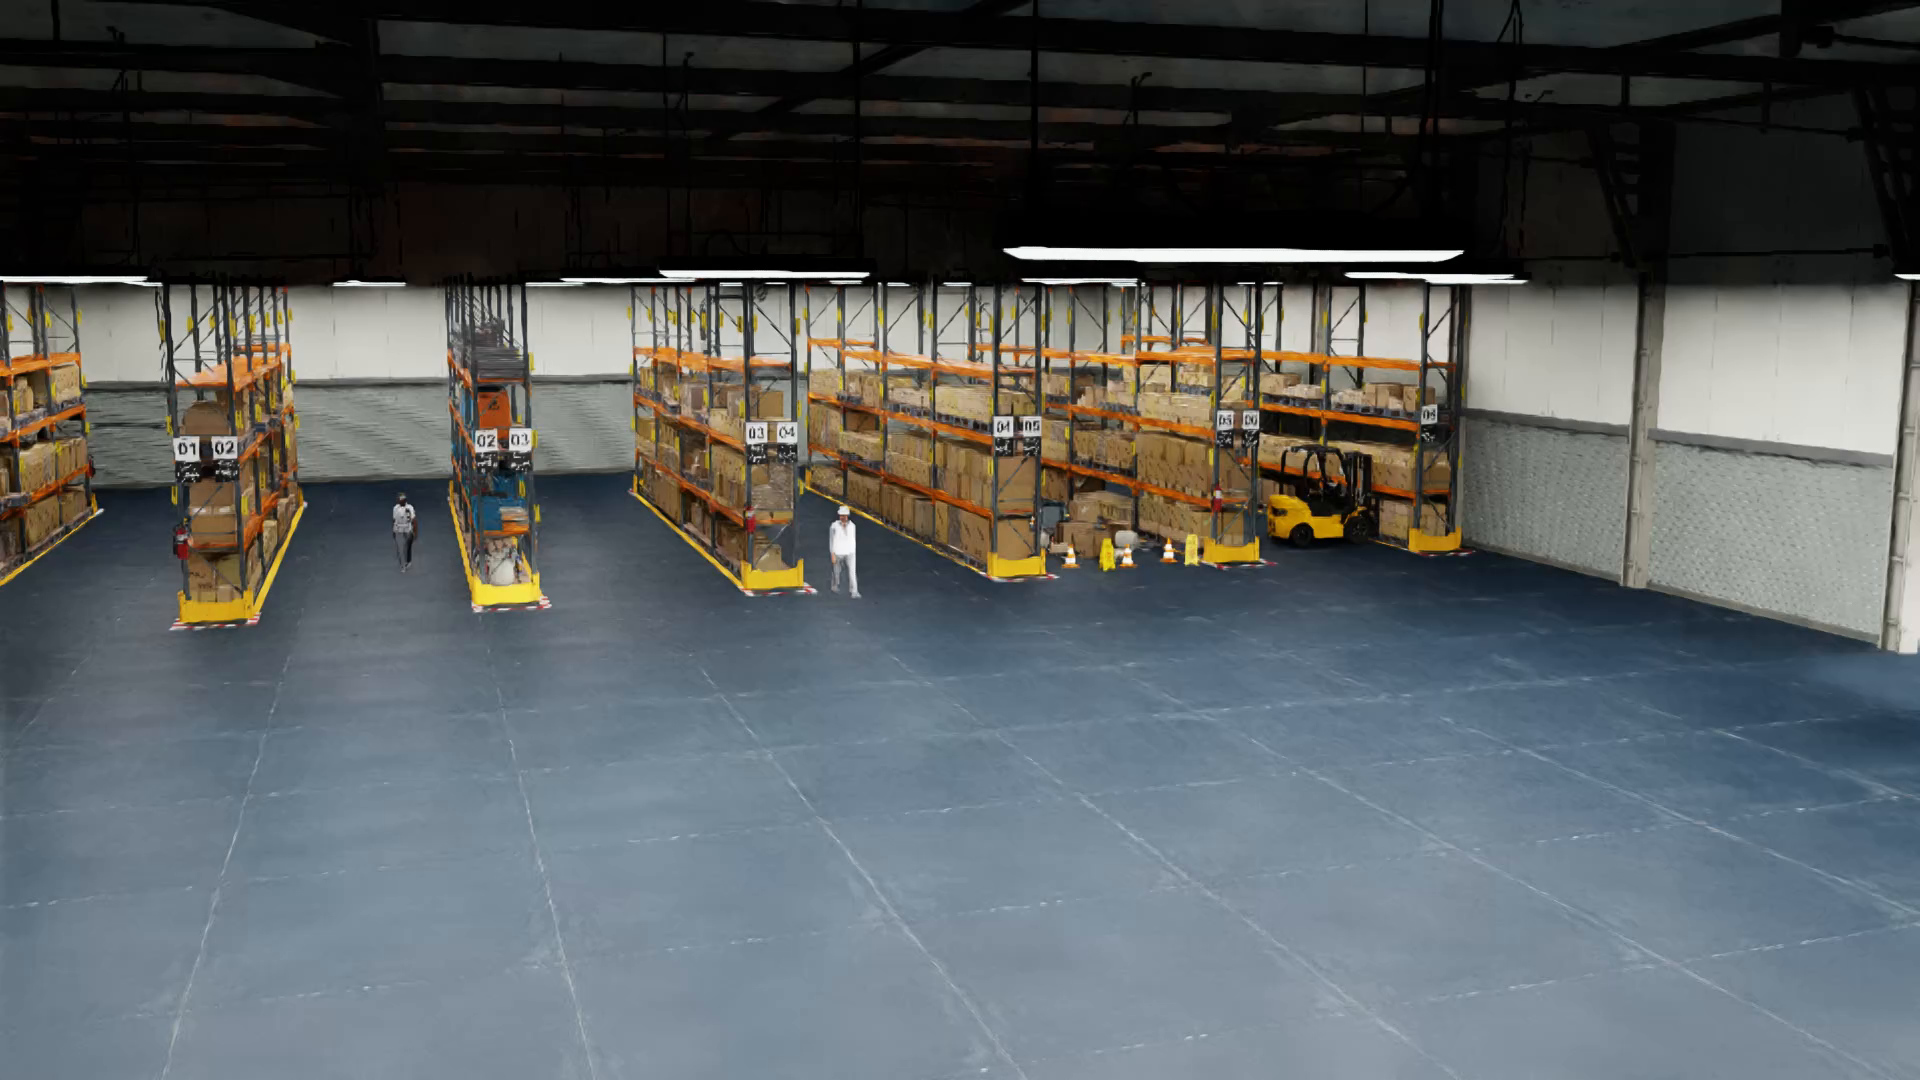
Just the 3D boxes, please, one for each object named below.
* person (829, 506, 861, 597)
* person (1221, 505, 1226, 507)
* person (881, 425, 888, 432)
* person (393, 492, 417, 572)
[{"bbox_3d":[-2.188,0.196,31.095,0.543,1.700,1.115,-3,9,-16],"label":"person"},{"bbox_3d":[6.144,-0.972,39.178,0.449,1.588,0.467,2,9,13],"label":"person"},{"bbox_3d":[-2.176,-2.441,48.148,0.468,1.794,0.625,-7,11,-40],"label":"person"},{"bbox_3d":[-11.312,-0.190,33.906,0.461,1.626,0.986,-3,9,-19],"label":"person"}]
